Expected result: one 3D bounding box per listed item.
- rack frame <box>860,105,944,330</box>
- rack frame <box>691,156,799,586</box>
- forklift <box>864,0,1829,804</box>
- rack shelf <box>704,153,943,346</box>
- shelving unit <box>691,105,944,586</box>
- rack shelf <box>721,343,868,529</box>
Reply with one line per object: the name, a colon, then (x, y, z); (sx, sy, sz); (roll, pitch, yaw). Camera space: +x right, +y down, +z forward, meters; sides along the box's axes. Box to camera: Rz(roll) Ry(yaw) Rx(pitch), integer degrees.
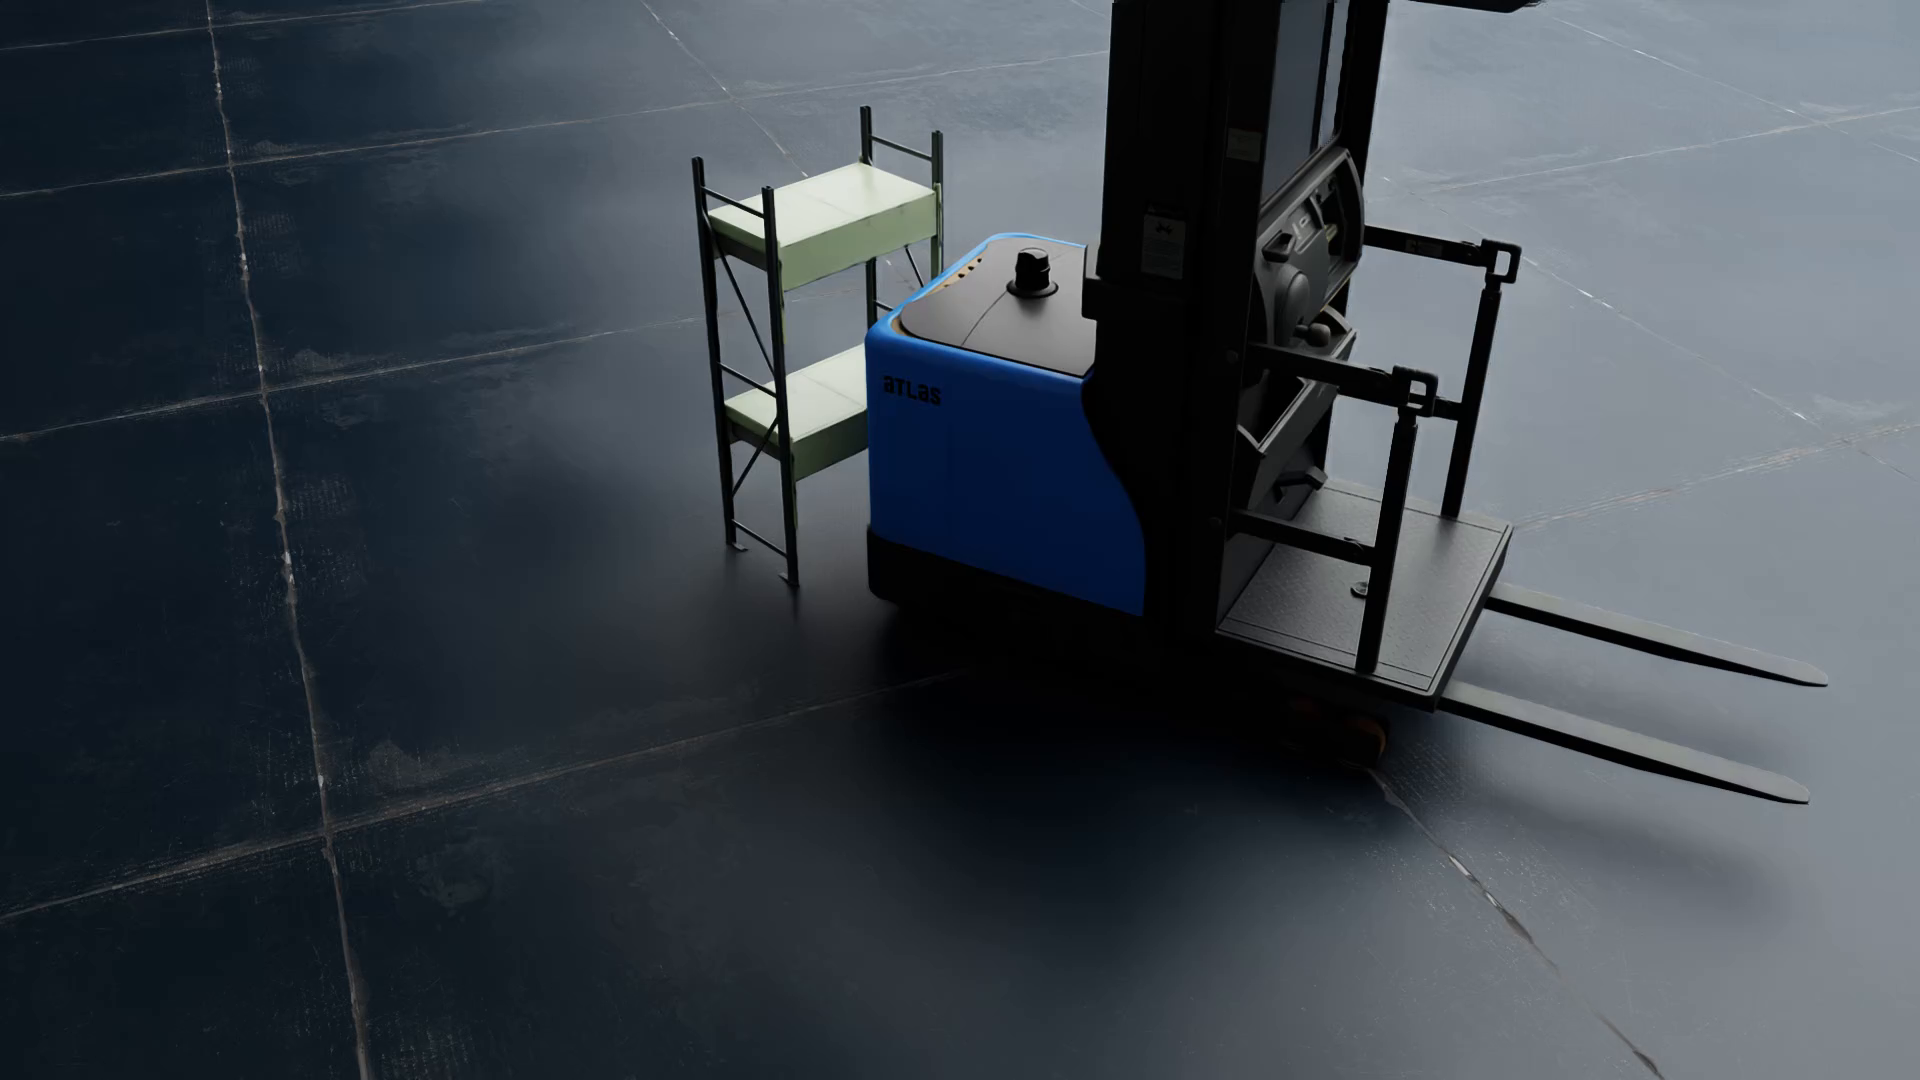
rack frame: (-0.204, -0.823, 6.139); (0.023, 1.500, 0.400); (-28, 42, -36)
rack frame: (-0.728, -0.544, 5.711); (0.023, 1.500, 0.400); (-28, 42, -36)
forklift: (1.221, -0.849, 4.867); (3.031, 2.935, 1.130); (16, 36, 23)
rack shelf: (-0.466, -1.011, 5.712); (0.720, 0.370, 0.431); (-28, 42, -36)
shelving unit: (-0.466, -0.683, 5.925); (0.755, 1.500, 0.431); (-28, 42, -36)
rack shelf: (-0.466, -0.410, 6.103); (0.720, 0.370, 0.431); (-28, 42, -36)
